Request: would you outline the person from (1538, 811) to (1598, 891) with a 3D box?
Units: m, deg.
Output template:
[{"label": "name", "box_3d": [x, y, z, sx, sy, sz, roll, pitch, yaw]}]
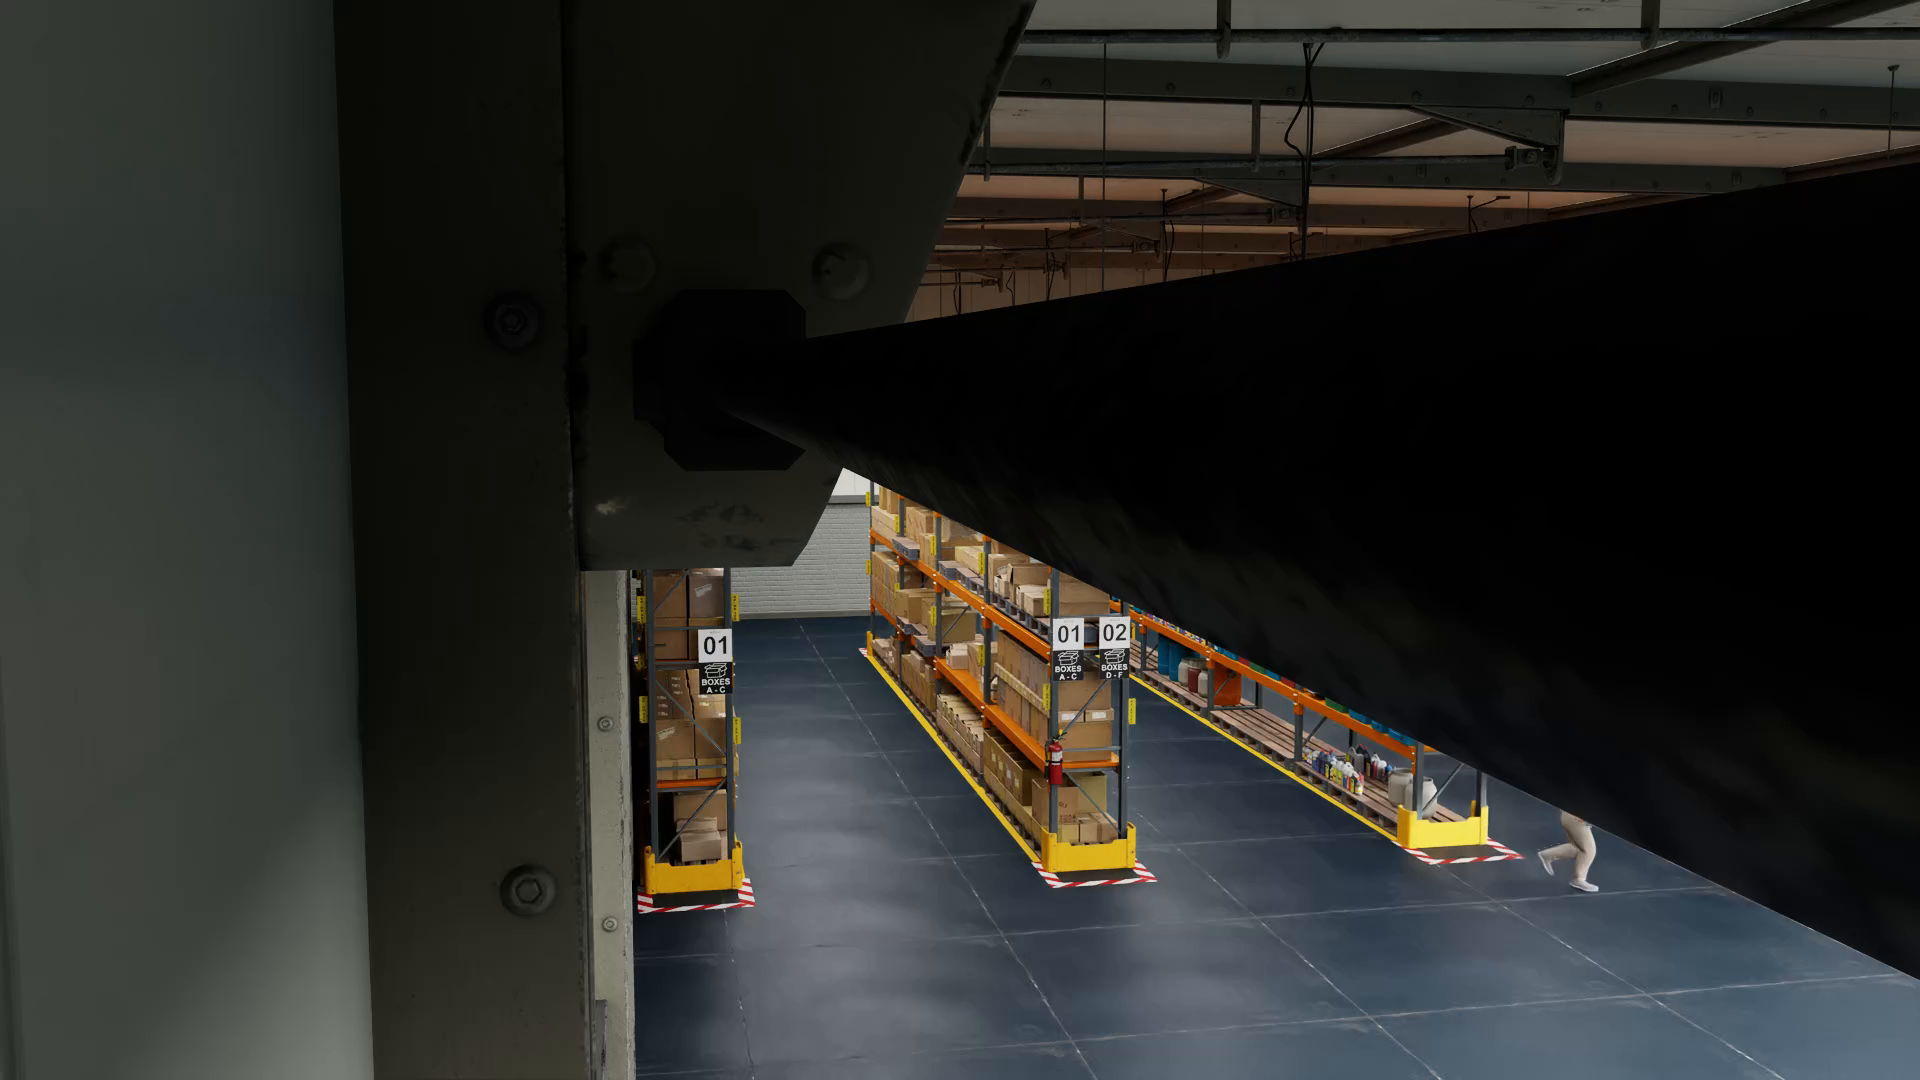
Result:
[{"label": "person", "box_3d": [7.420, 3.390, 20.239, 0.706, 1.698, 0.694, 2, 6, 20]}]
